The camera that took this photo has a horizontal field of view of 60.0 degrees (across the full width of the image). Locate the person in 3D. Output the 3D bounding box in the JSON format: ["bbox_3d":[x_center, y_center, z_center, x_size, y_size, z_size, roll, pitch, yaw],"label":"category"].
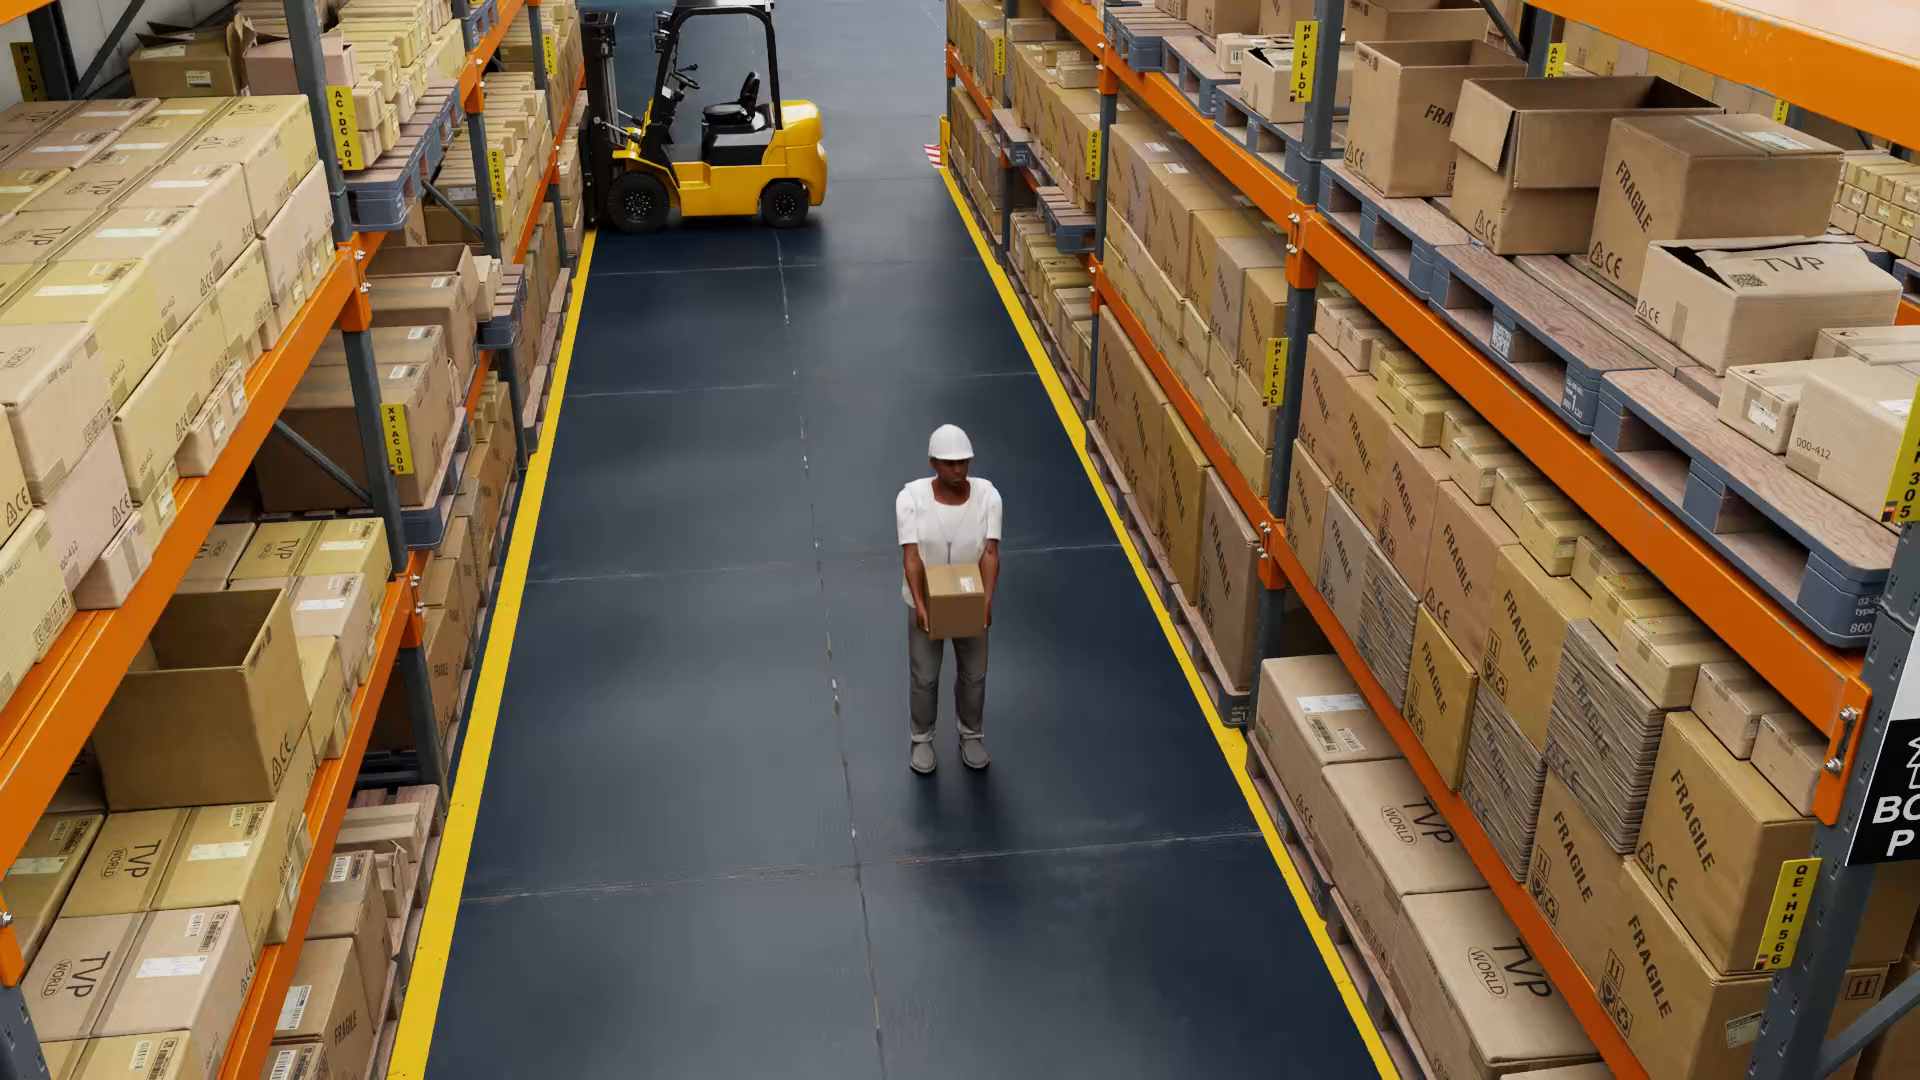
[{"bbox_3d":[-0.035,0.332,7.945,0.503,1.760,0.577,-3,27,-6],"label":"person"}]
